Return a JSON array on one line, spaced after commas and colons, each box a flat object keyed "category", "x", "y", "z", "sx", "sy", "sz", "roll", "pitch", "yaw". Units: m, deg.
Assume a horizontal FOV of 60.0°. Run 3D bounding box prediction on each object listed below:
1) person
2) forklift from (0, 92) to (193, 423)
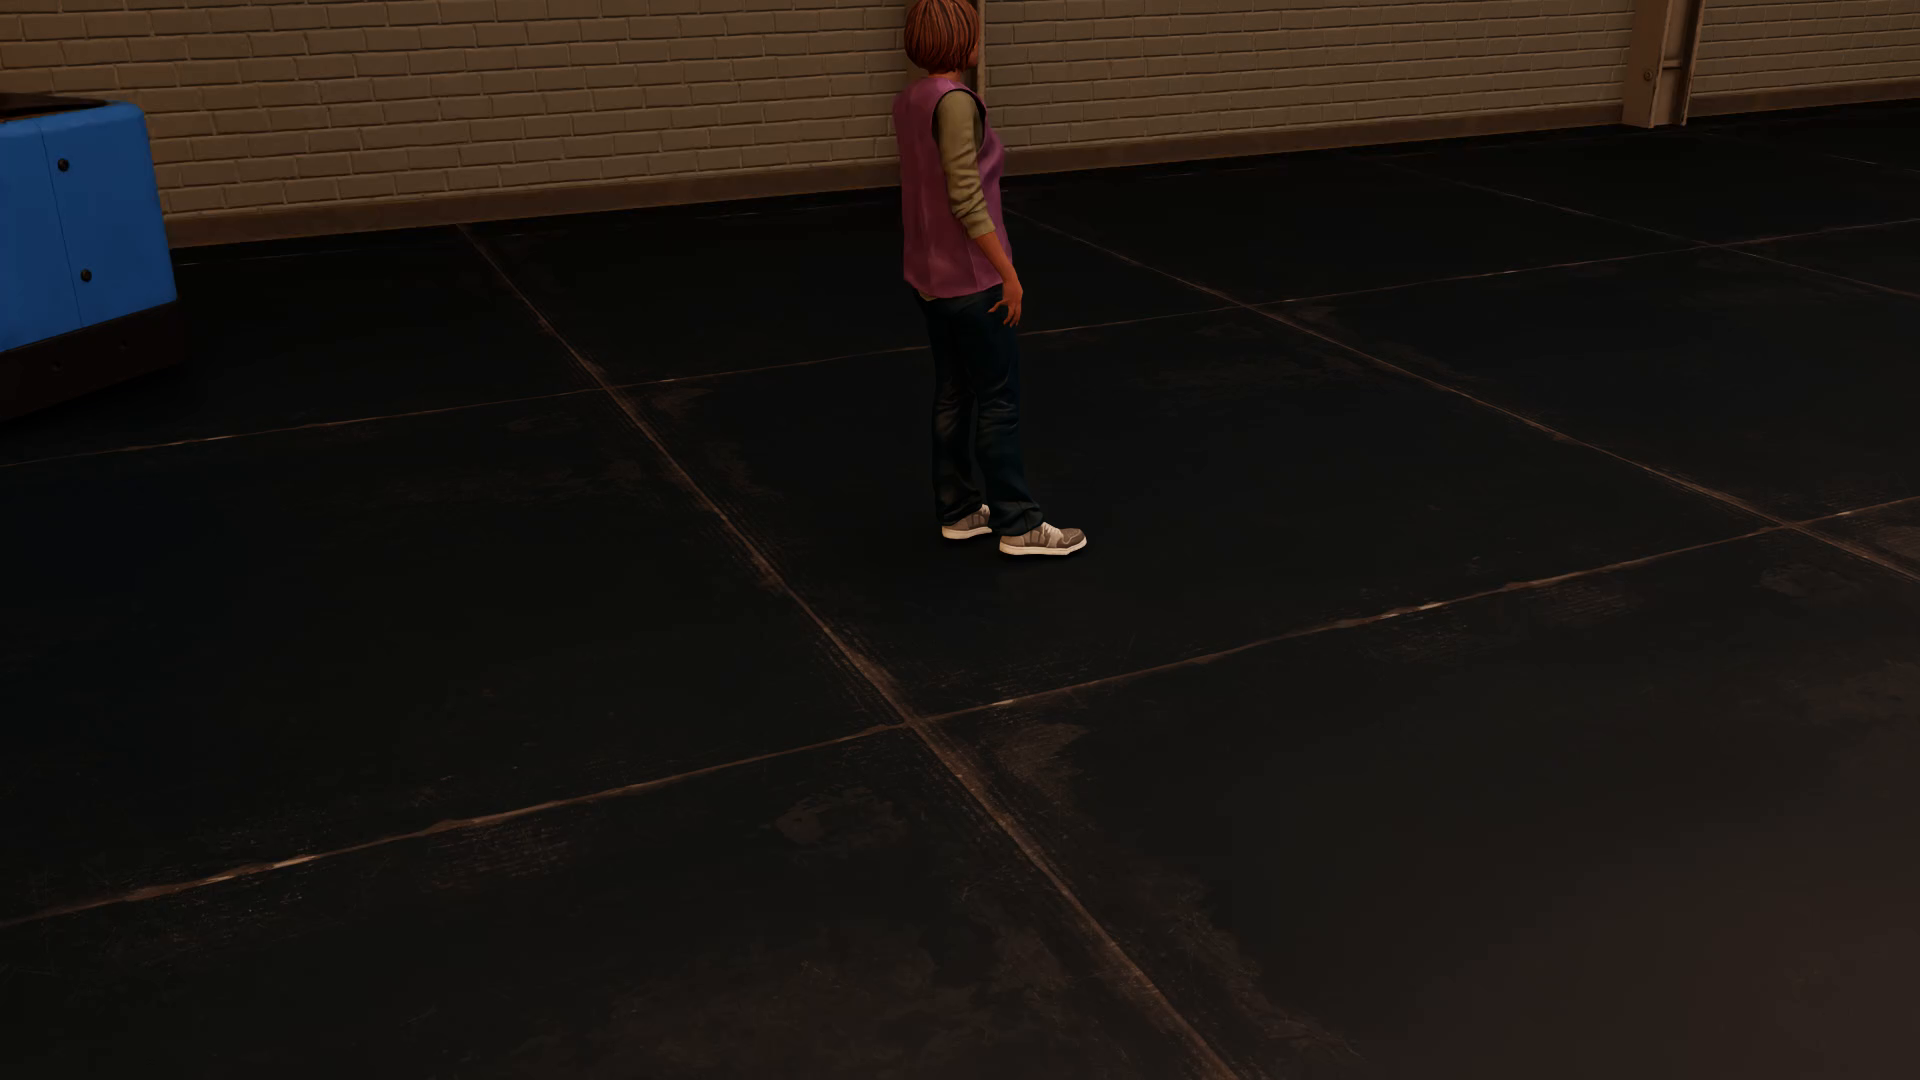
[{"category": "person", "x": 0.073, "y": -0.751, "z": 4.814, "sx": 0.476, "sy": 1.597, "sz": 0.520, "roll": -10, "pitch": 25, "yaw": -23}, {"category": "forklift", "x": -4.653, "y": -2.074, "z": 6.279, "sx": 3.031, "sy": 2.935, "sz": 1.130, "roll": 9, "pitch": 24, "yaw": 21}]
